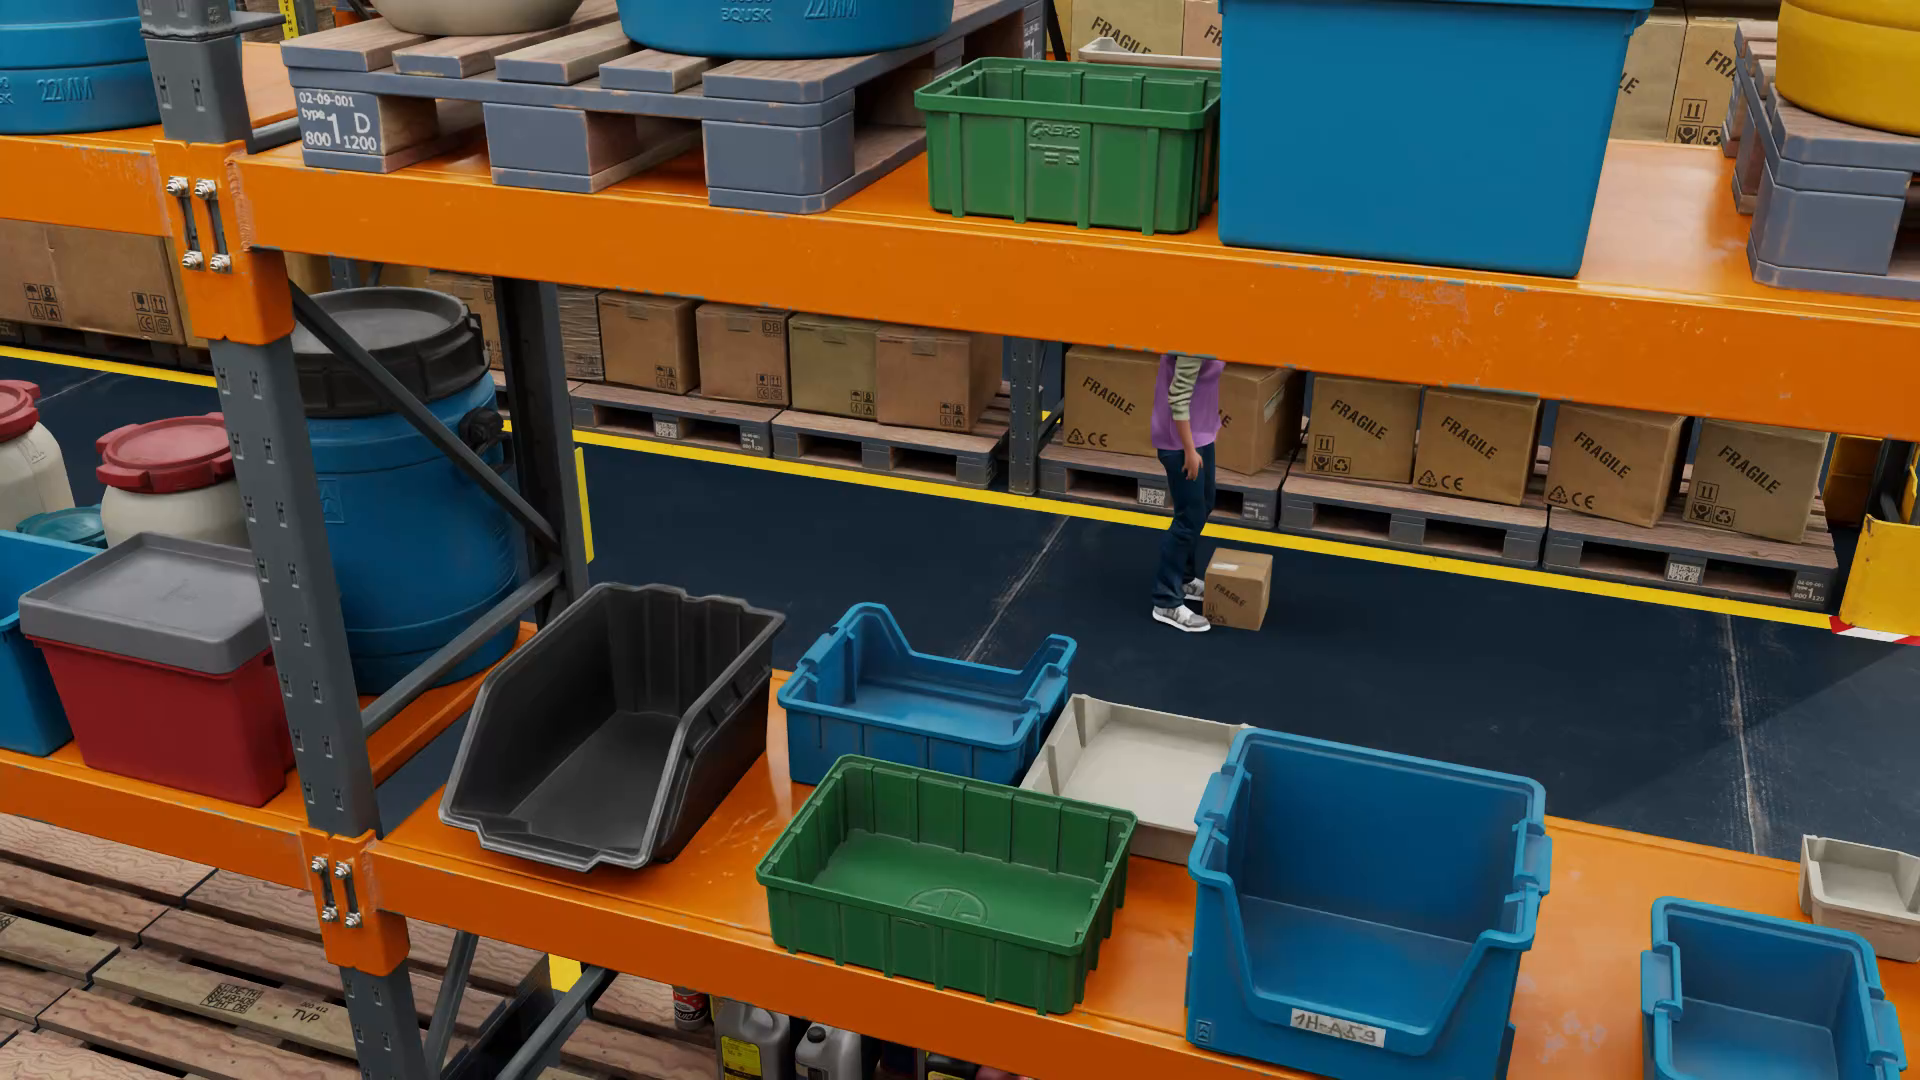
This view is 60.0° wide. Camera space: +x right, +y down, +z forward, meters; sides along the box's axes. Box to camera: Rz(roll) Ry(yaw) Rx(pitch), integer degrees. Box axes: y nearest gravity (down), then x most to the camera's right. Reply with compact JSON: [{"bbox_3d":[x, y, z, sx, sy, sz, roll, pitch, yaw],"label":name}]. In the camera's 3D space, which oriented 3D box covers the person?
[{"bbox_3d":[0.976,-0.421,6.984,0.346,1.592,0.467,8,27,16],"label":"person"}]
